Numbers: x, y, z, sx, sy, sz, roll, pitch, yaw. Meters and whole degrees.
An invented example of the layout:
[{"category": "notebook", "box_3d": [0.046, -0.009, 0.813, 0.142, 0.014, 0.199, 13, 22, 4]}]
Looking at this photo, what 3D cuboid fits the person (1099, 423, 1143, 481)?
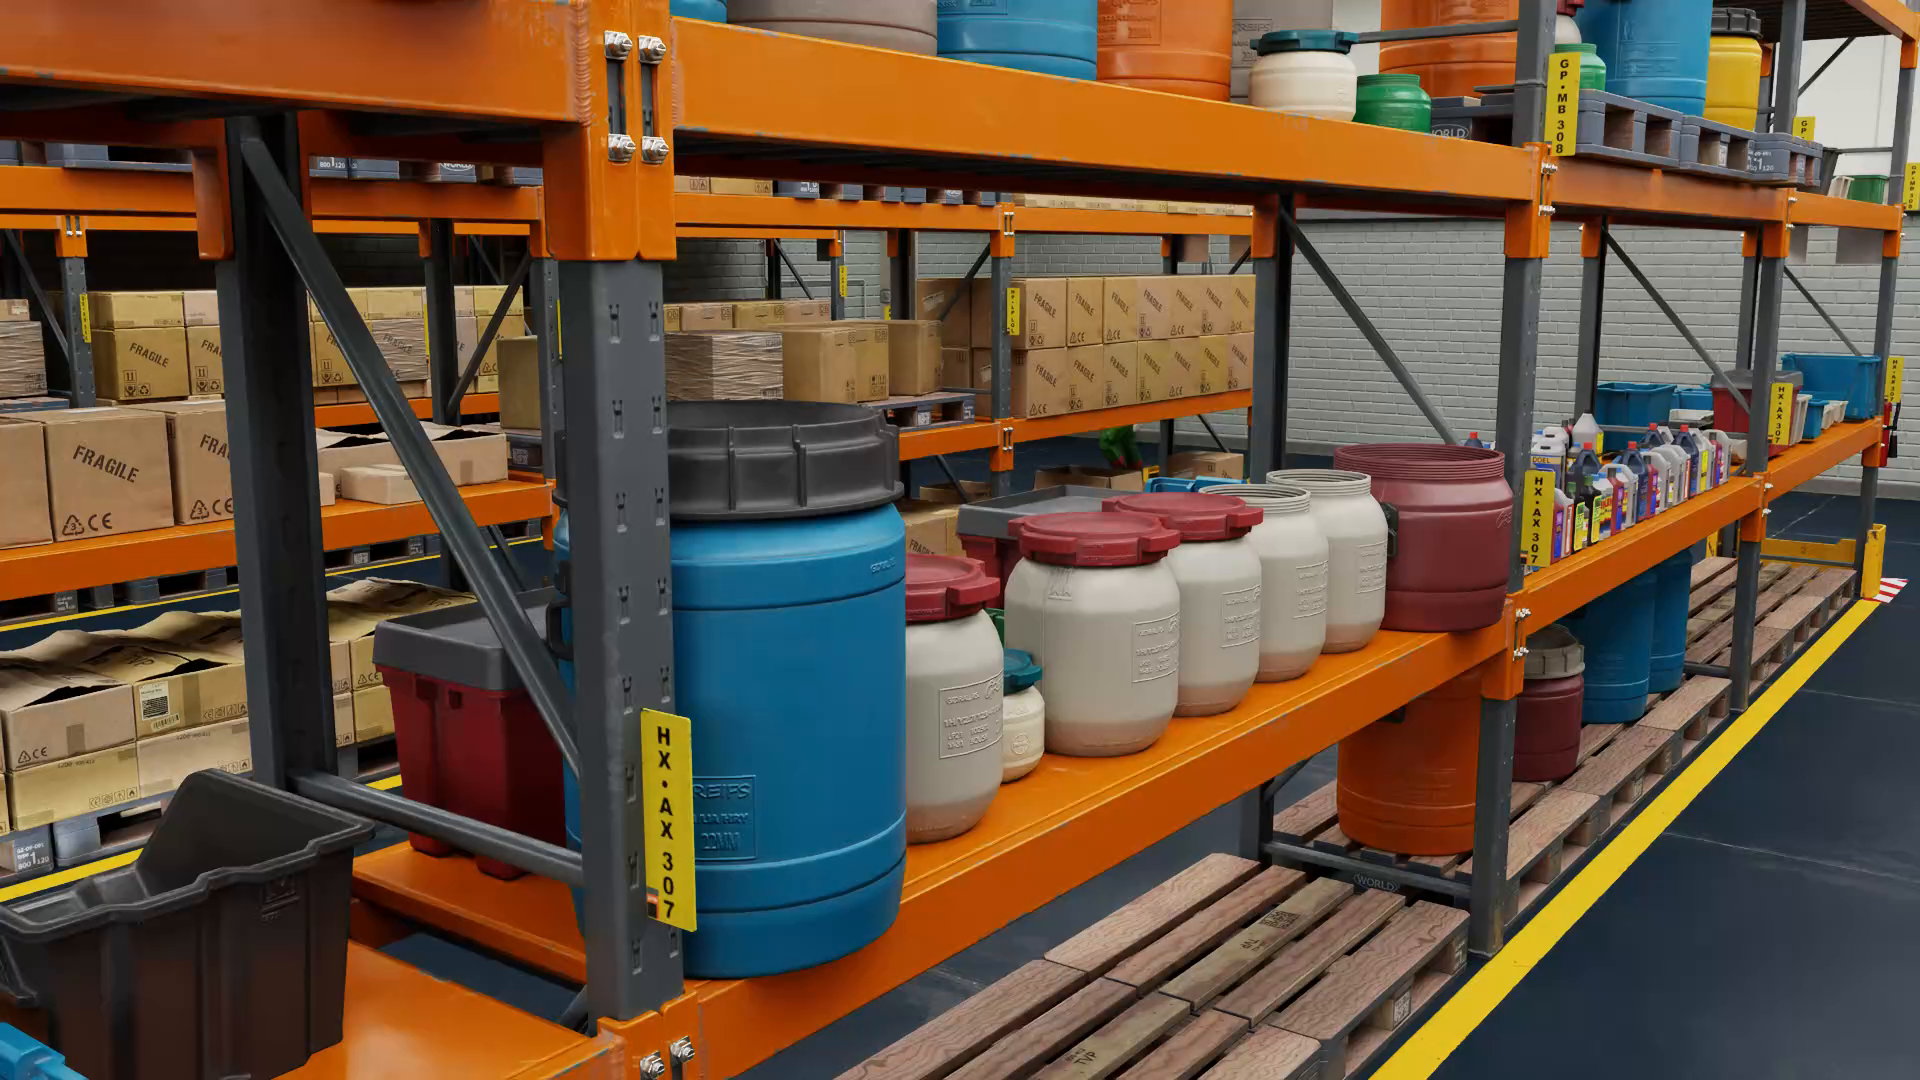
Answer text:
[{"category": "person", "box_3d": [1.647, -1.279, 16.814, 0.509, 1.806, 0.653, 0, 10, -2]}]
